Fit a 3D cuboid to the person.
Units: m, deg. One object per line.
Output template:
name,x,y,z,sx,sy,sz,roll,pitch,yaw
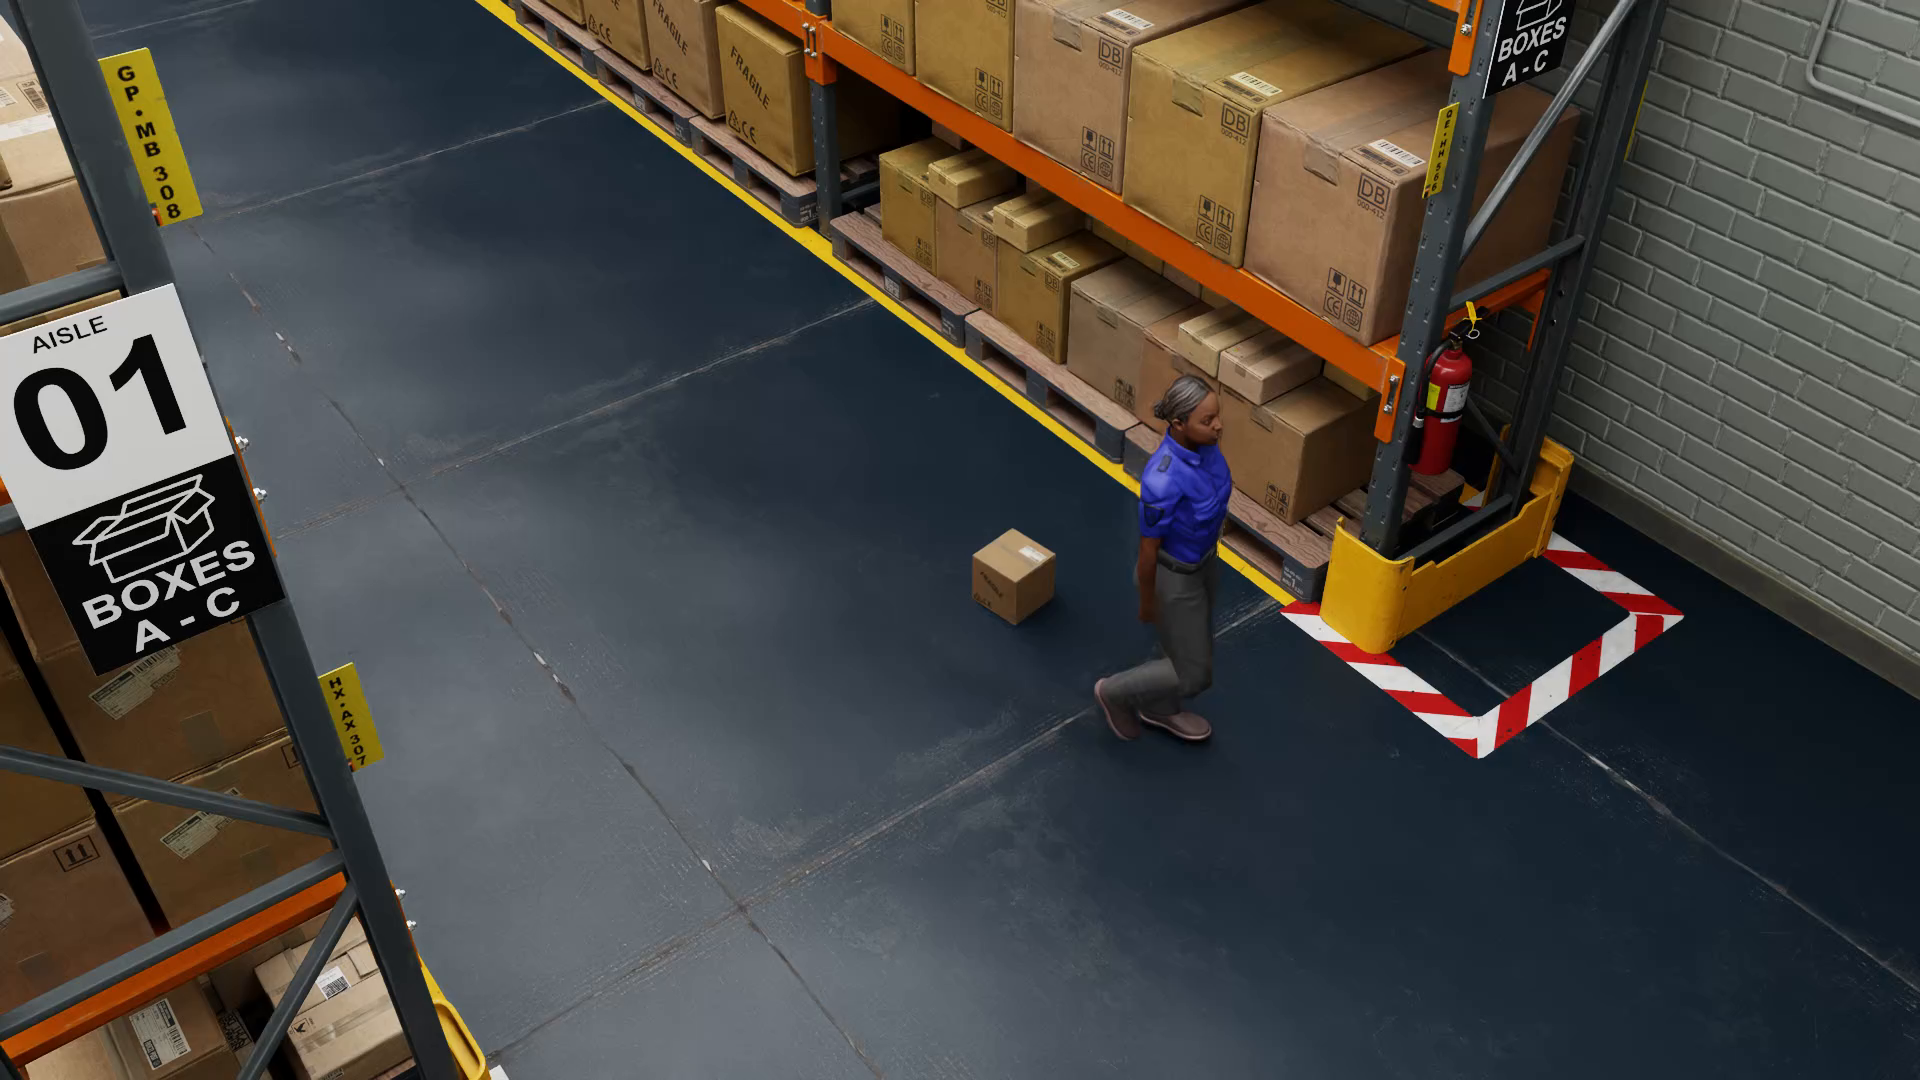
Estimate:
person,0.779,0.108,6.001,0.464,1.644,0.436,18,44,20
